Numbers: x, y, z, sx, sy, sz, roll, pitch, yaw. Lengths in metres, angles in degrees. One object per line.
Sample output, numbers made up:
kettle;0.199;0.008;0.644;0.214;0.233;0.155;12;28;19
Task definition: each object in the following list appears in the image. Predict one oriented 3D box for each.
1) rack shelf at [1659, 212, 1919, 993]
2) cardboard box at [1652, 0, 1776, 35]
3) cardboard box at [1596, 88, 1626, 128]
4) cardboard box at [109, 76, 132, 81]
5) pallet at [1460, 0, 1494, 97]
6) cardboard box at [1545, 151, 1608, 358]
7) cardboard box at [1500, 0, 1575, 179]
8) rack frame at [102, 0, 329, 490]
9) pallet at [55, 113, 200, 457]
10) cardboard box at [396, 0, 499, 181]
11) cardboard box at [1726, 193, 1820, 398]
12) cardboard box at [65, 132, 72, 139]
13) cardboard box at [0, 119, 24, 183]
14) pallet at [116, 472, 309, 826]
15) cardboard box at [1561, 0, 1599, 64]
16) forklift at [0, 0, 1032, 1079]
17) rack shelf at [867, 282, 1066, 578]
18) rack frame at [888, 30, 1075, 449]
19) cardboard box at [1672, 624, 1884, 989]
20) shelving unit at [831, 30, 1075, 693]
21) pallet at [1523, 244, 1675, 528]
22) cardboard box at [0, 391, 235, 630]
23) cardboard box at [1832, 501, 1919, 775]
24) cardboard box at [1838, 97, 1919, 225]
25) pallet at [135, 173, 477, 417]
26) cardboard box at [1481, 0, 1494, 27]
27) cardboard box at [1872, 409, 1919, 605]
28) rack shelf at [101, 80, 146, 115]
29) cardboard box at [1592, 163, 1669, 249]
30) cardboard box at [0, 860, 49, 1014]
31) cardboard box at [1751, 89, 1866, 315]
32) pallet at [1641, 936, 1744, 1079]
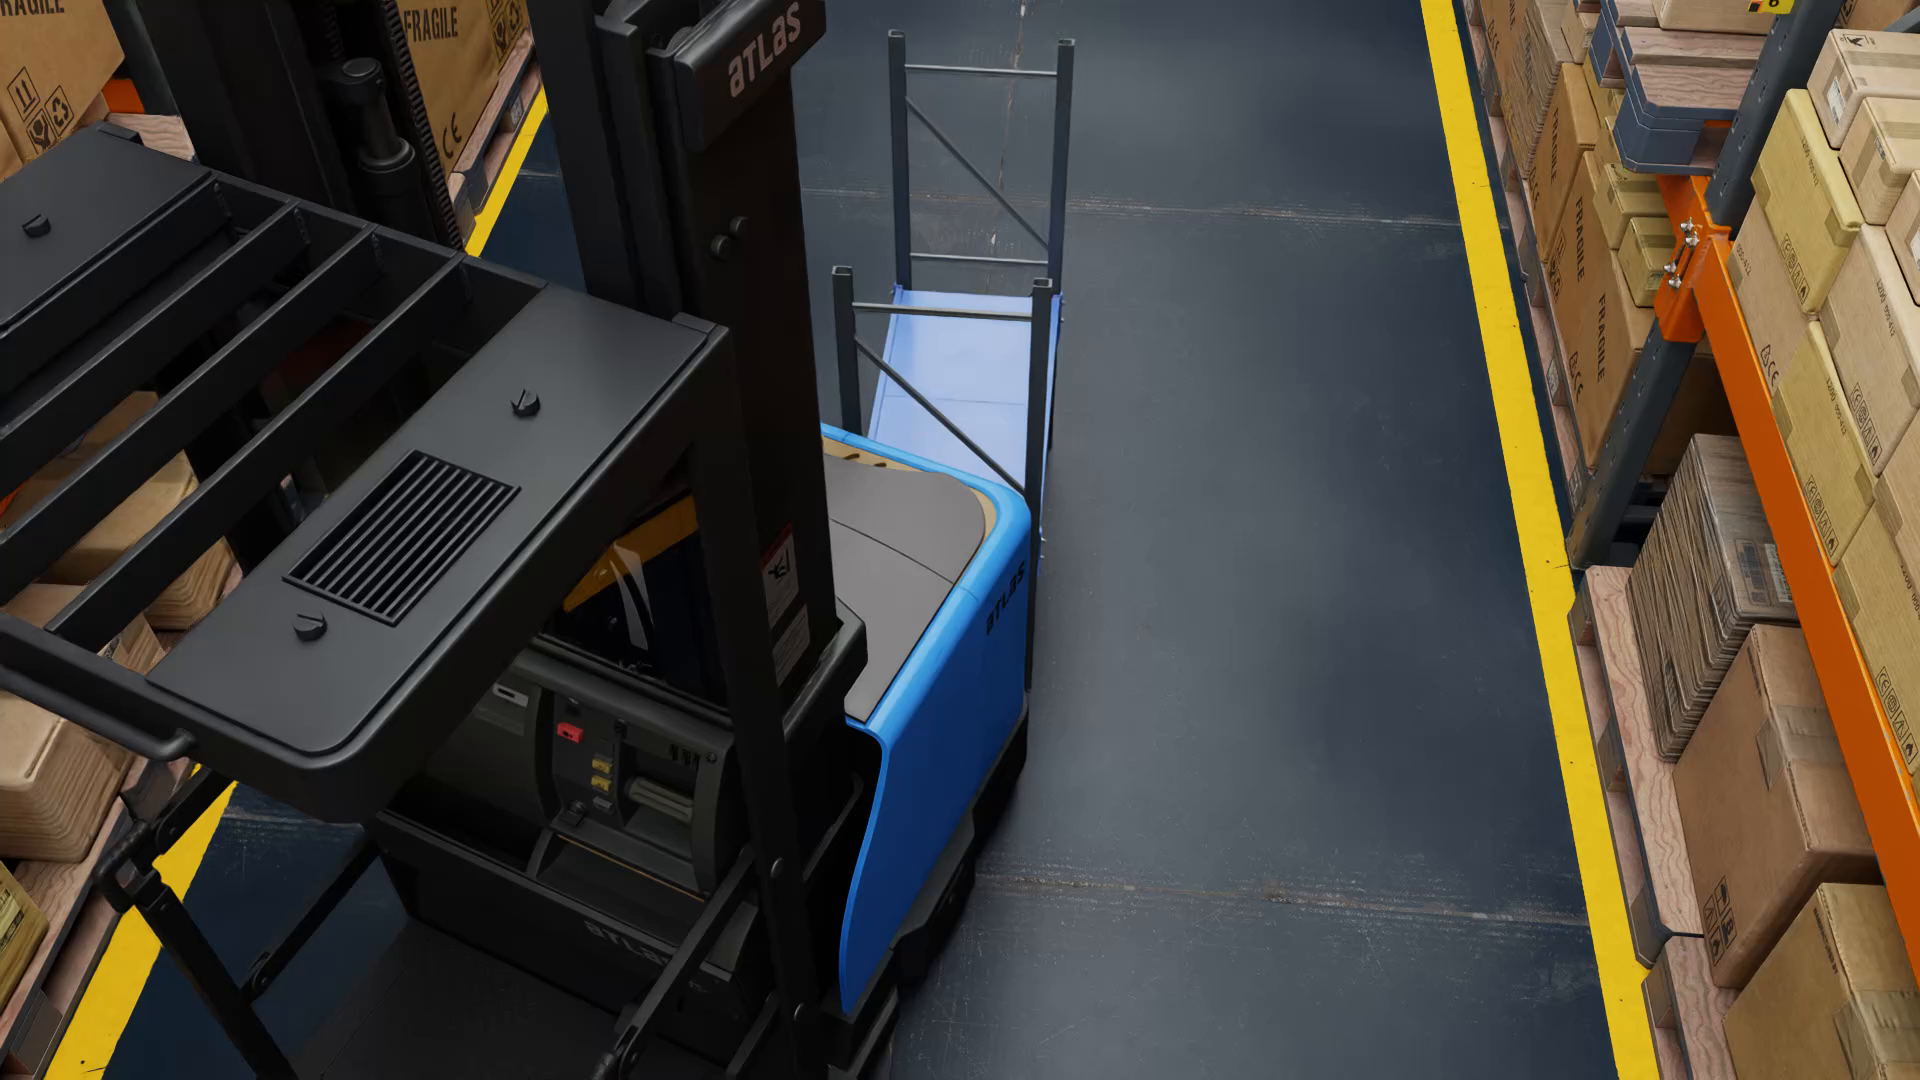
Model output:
rack shelf;2.216;0.787;2.985;1.077;0.370;4.000;4;48;4
cardboard box;2.076;-1.491;4.466;0.380;0.149;0.250;5;48;4
cardboard box;2.322;-1.406;5.473;0.380;0.149;0.250;5;48;5
cardboard box;-2.250;-1.548;4.735;0.500;0.250;0.500;3;48;3
pallet;2.726;-2.323;7.232;1.003;0.211;1.213;4;48;4
cardboard box;2.279;-0.916;5.464;0.500;0.500;0.500;3;48;3
cardboard box;2.352;-1.683;6.166;0.500;0.500;0.500;2;48;2
rack frame;-2.545;-1.256;4.366;1.000;3.000;0.127;4;48;4
pallet;-2.504;-0.661;3.952;1.213;0.211;1.003;4;48;4
cardboard box;-2.314;-1.838;6.054;0.875;0.875;0.875;4;48;4
cardboard box;2.114;-0.565;3.836;0.500;0.250;0.500;4;48;4
cardboard box;-2.293;-0.855;3.885;0.380;0.149;0.250;5;48;4
cardboard box;-2.346;-0.799;3.394;0.500;0.500;0.500;3;48;3
pallet;-2.618;0.259;4.870;1.003;0.211;1.213;4;48;4
cardboard box;2.340;-1.795;5.829;0.380;0.149;0.250;2;48;2
forklift;-0.914;0.451;2.851;1.130;2.935;3.031;20;51;17
rack shelf;0.008;-0.342;4.790;0.538;0.185;1.000;4;48;4
rack frame;0.057;-0.837;4.999;0.500;1.500;0.032;4;48;4
cardboard box;2.276;0.673;3.927;0.875;0.625;0.625;5;48;5
shelving unit;0.008;-0.464;4.658;0.538;1.500;1.048;4;48;4
pallet;2.504;-0.530;5.592;1.003;0.211;1.213;4;48;4
cardboard box;-2.607;-0.097;4.802;0.950;0.372;0.625;1;48;1
cardboard box;2.024;0.183;3.151;0.500;0.250;0.500;2;48;2
cardboard box;2.053;-0.767;3.412;0.380;0.149;0.250;5;48;4
pallet;-2.398;-0.890;5.921;1.003;0.211;1.213;4;48;4
cardboard box;2.456;-2.430;6.850;0.500;0.500;0.500;3;48;3
cardboard box;2.002;0.017;2.964;0.500;0.250;0.500;3;48;3
rack shelf;-2.363;-2.483;5.976;1.077;0.370;4.000;4;48;4
cardboard box;2.185;-1.025;5.124;0.380;0.149;0.250;2;48;2
cardboard box;-2.741;1.003;3.796;0.950;0.372;0.625;5;48;5
cardboard box;2.090;-0.735;3.653;0.500;0.250;0.500;4;48;3
pallet;2.171;1.512;3.724;1.003;0.211;1.213;4;48;4
